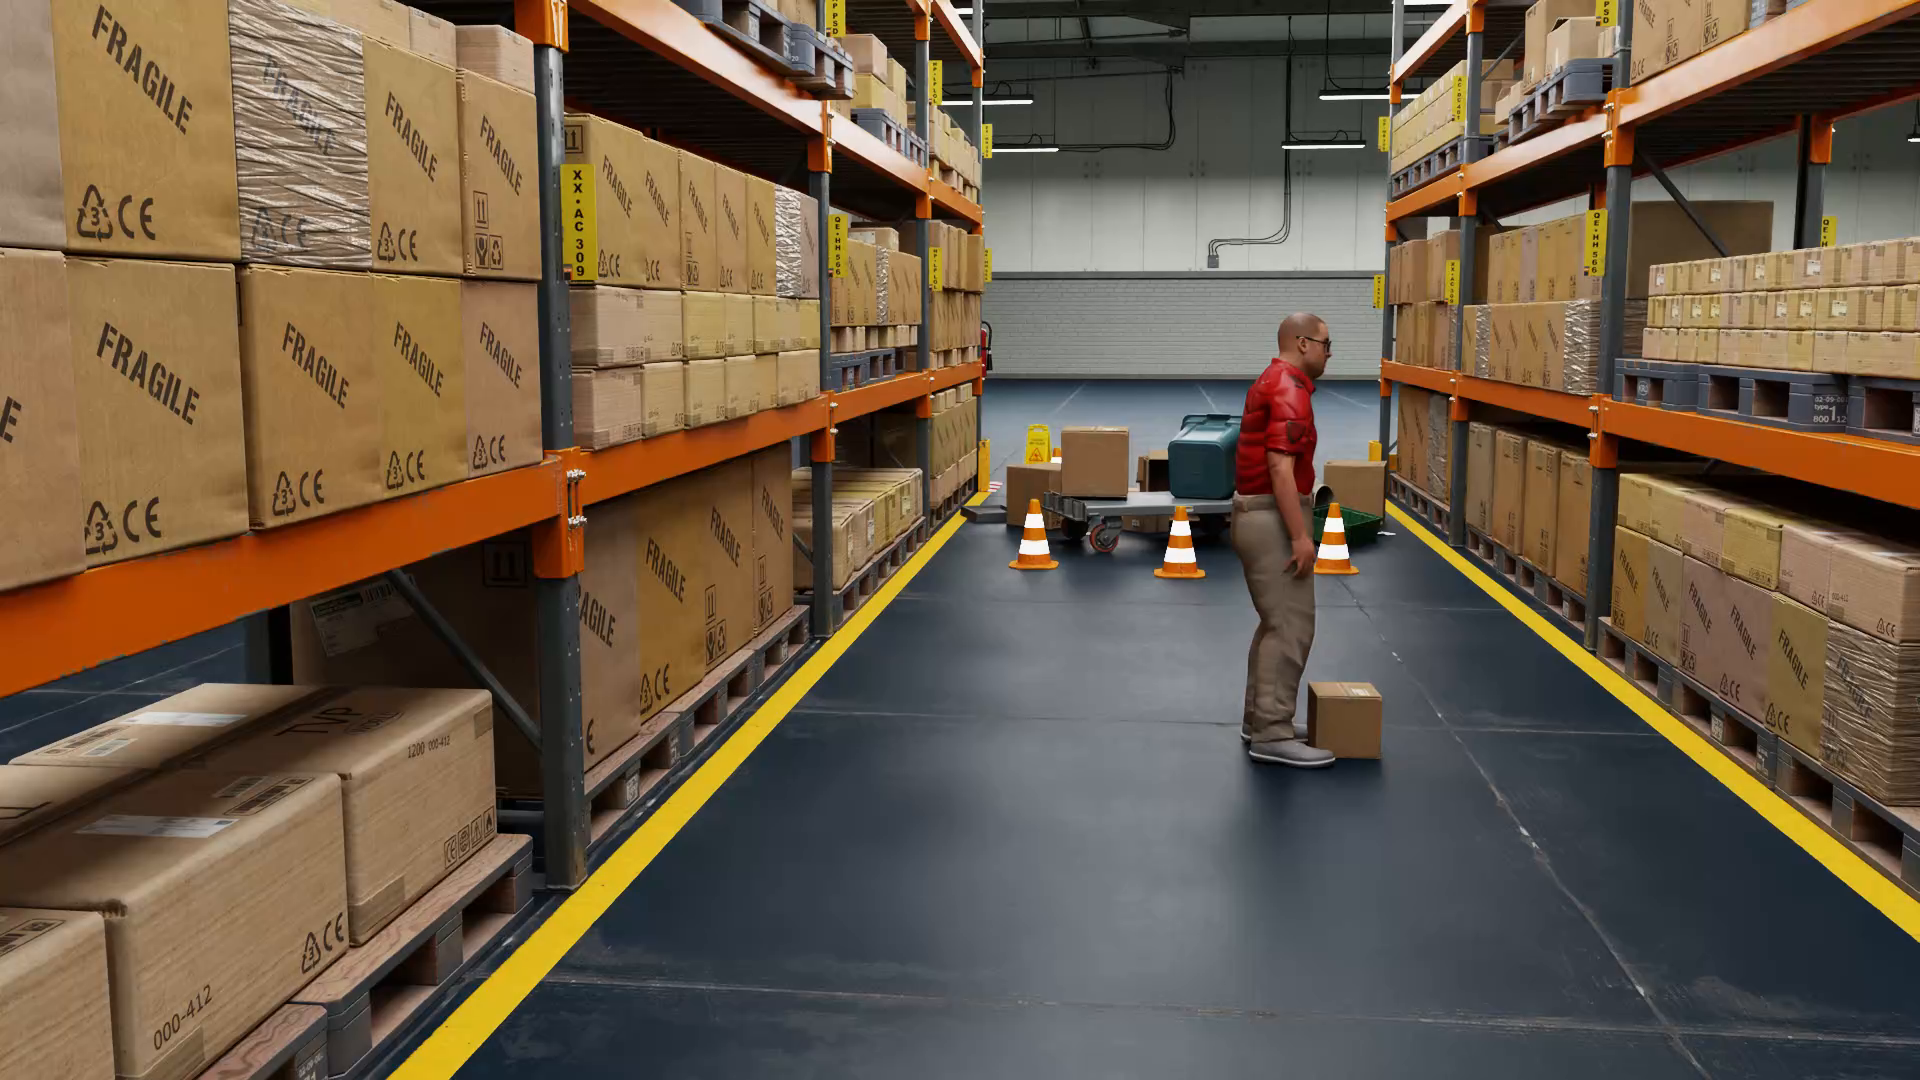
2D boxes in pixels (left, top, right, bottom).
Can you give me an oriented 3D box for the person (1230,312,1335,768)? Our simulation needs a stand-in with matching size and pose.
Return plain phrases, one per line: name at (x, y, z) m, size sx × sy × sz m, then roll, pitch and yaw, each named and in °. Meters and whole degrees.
person at (1.265, -0.023, 6.515) m, size 0.392 × 1.726 × 0.606 m, roll 0°, pitch 8°, yaw 3°
